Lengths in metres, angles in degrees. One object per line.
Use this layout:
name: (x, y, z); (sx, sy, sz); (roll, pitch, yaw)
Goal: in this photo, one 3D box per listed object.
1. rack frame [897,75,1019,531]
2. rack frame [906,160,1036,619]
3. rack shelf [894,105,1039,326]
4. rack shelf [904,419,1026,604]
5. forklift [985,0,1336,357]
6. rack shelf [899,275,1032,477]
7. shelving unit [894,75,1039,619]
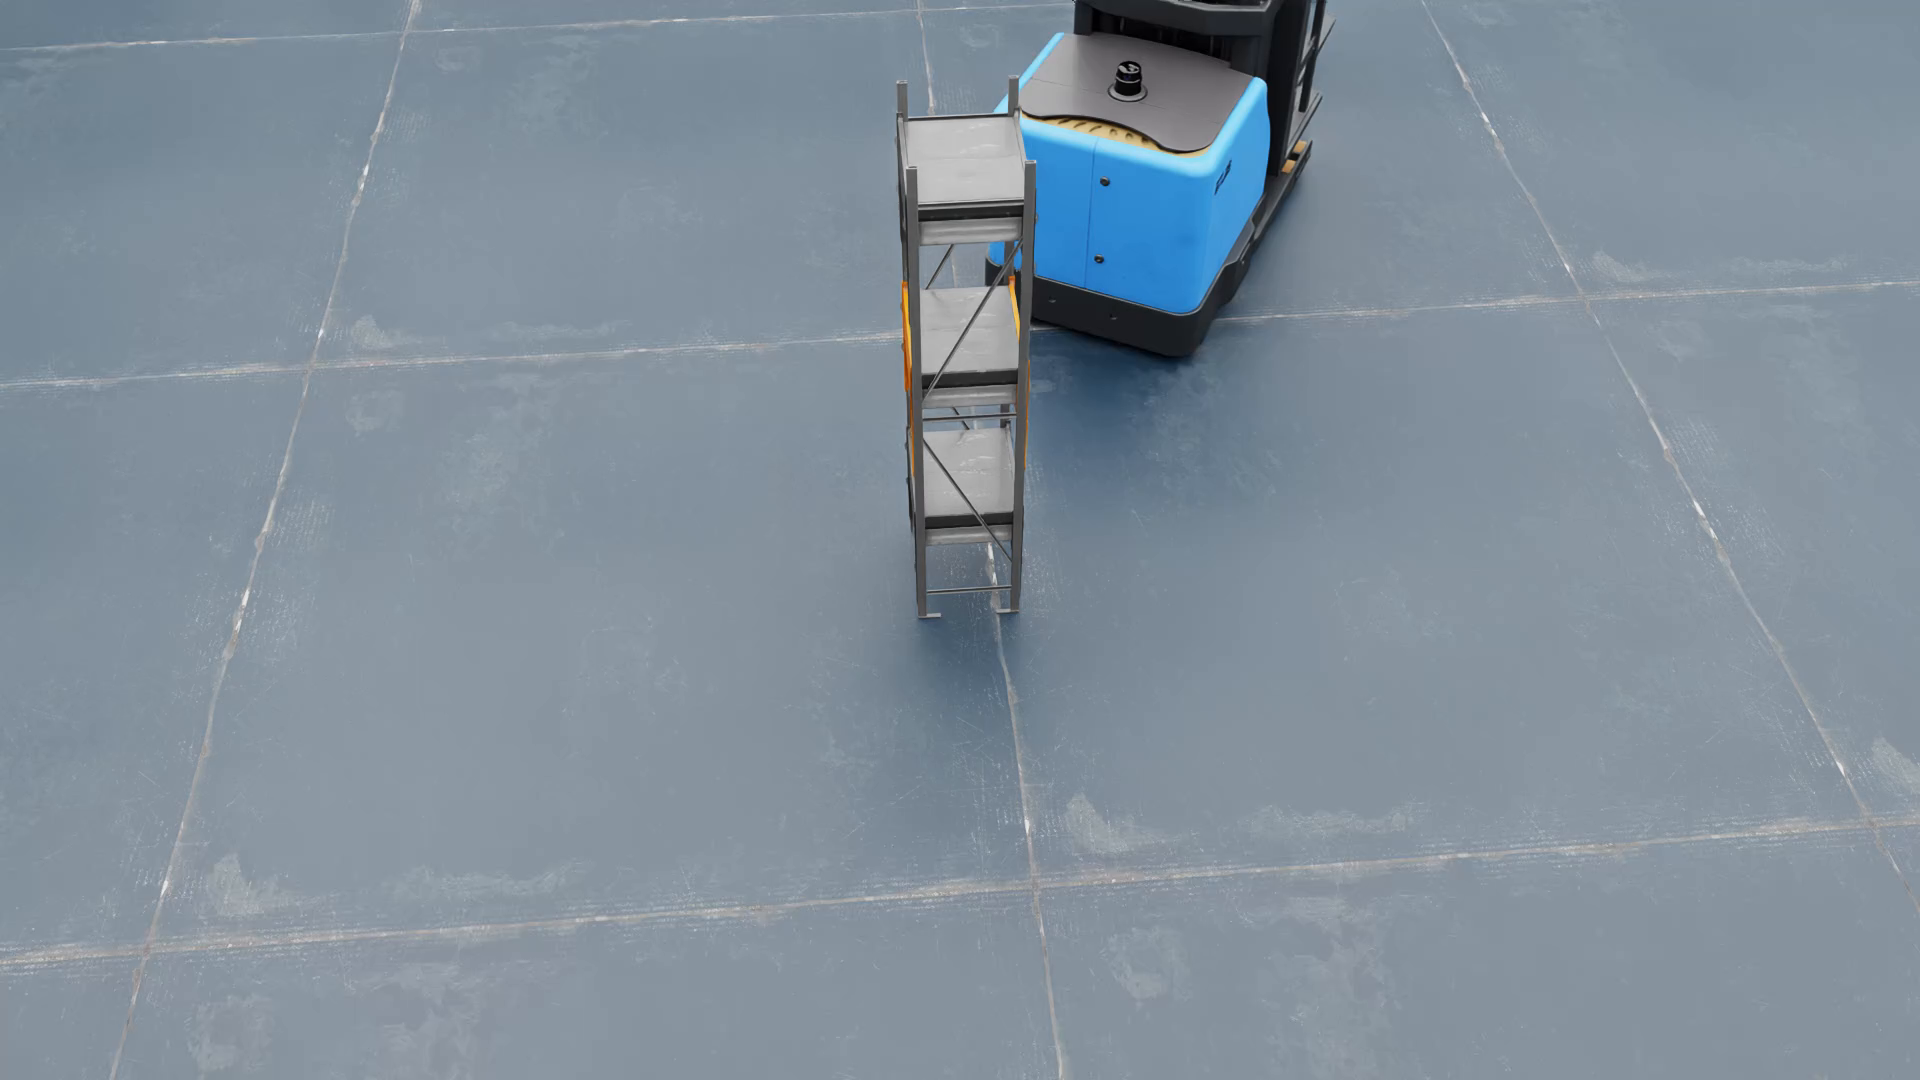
rack frame: (-0.007, -0.779, 6.178); (0.400, 2.100, 0.015); (-3, 47, -3)
rack frame: (0.034, -0.426, 5.844); (0.400, 2.100, 0.015); (-3, 47, -3)
rack shelf: (0.014, -1.074, 5.512); (0.431, 0.518, 0.480); (-3, 47, -3)
rack shelf: (0.014, -0.112, 6.529); (0.431, 0.518, 0.480); (-3, 47, -3)
forklift: (1.188, -2.926, 7.639); (1.130, 2.935, 3.031); (18, 49, 17)
rack shelf: (0.014, -0.593, 6.021); (0.431, 0.518, 0.480); (-3, 47, -3)
shelving unit: (0.014, -0.602, 6.011); (0.431, 2.100, 0.503); (-3, 47, -3)
